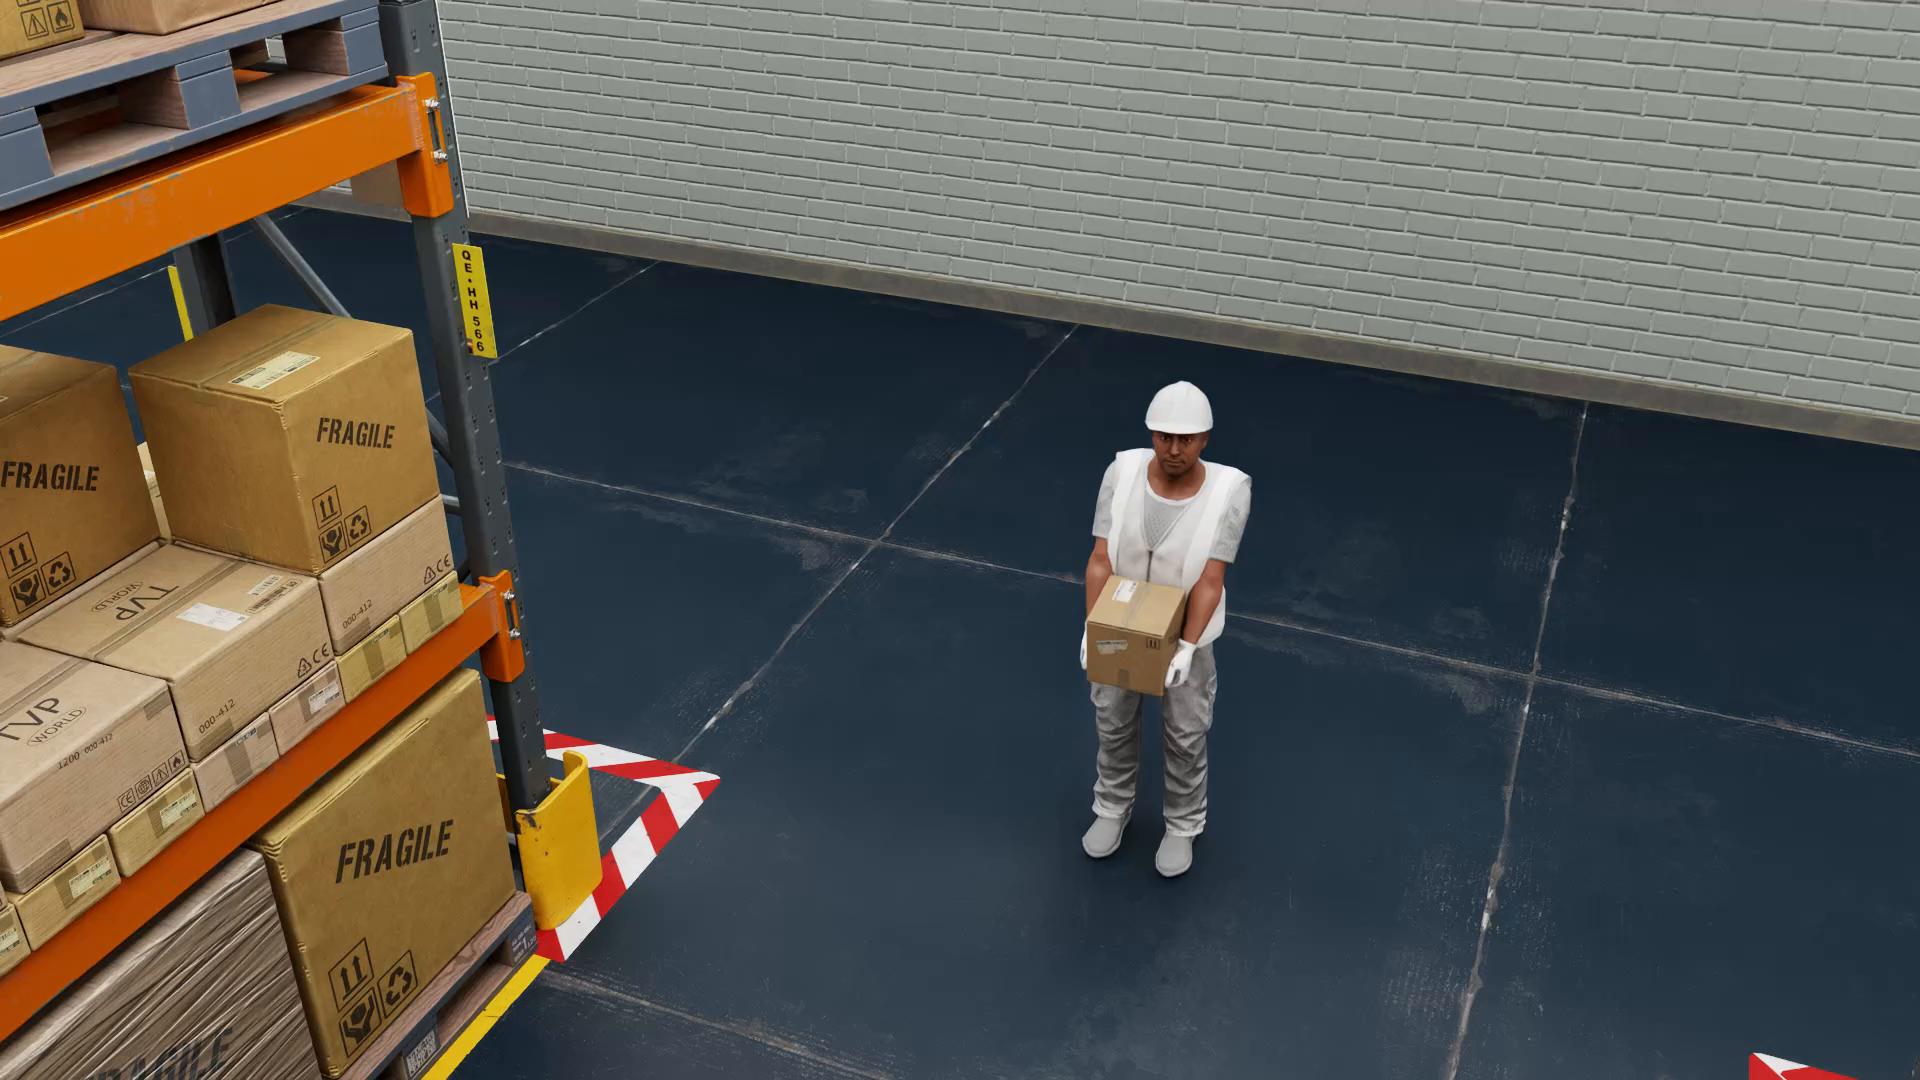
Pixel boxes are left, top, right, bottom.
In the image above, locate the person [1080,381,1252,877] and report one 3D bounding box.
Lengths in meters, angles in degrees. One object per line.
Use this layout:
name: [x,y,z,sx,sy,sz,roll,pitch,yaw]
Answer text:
person: [0.638,0.348,5.489,0.458,1.782,0.566,11,31,19]
